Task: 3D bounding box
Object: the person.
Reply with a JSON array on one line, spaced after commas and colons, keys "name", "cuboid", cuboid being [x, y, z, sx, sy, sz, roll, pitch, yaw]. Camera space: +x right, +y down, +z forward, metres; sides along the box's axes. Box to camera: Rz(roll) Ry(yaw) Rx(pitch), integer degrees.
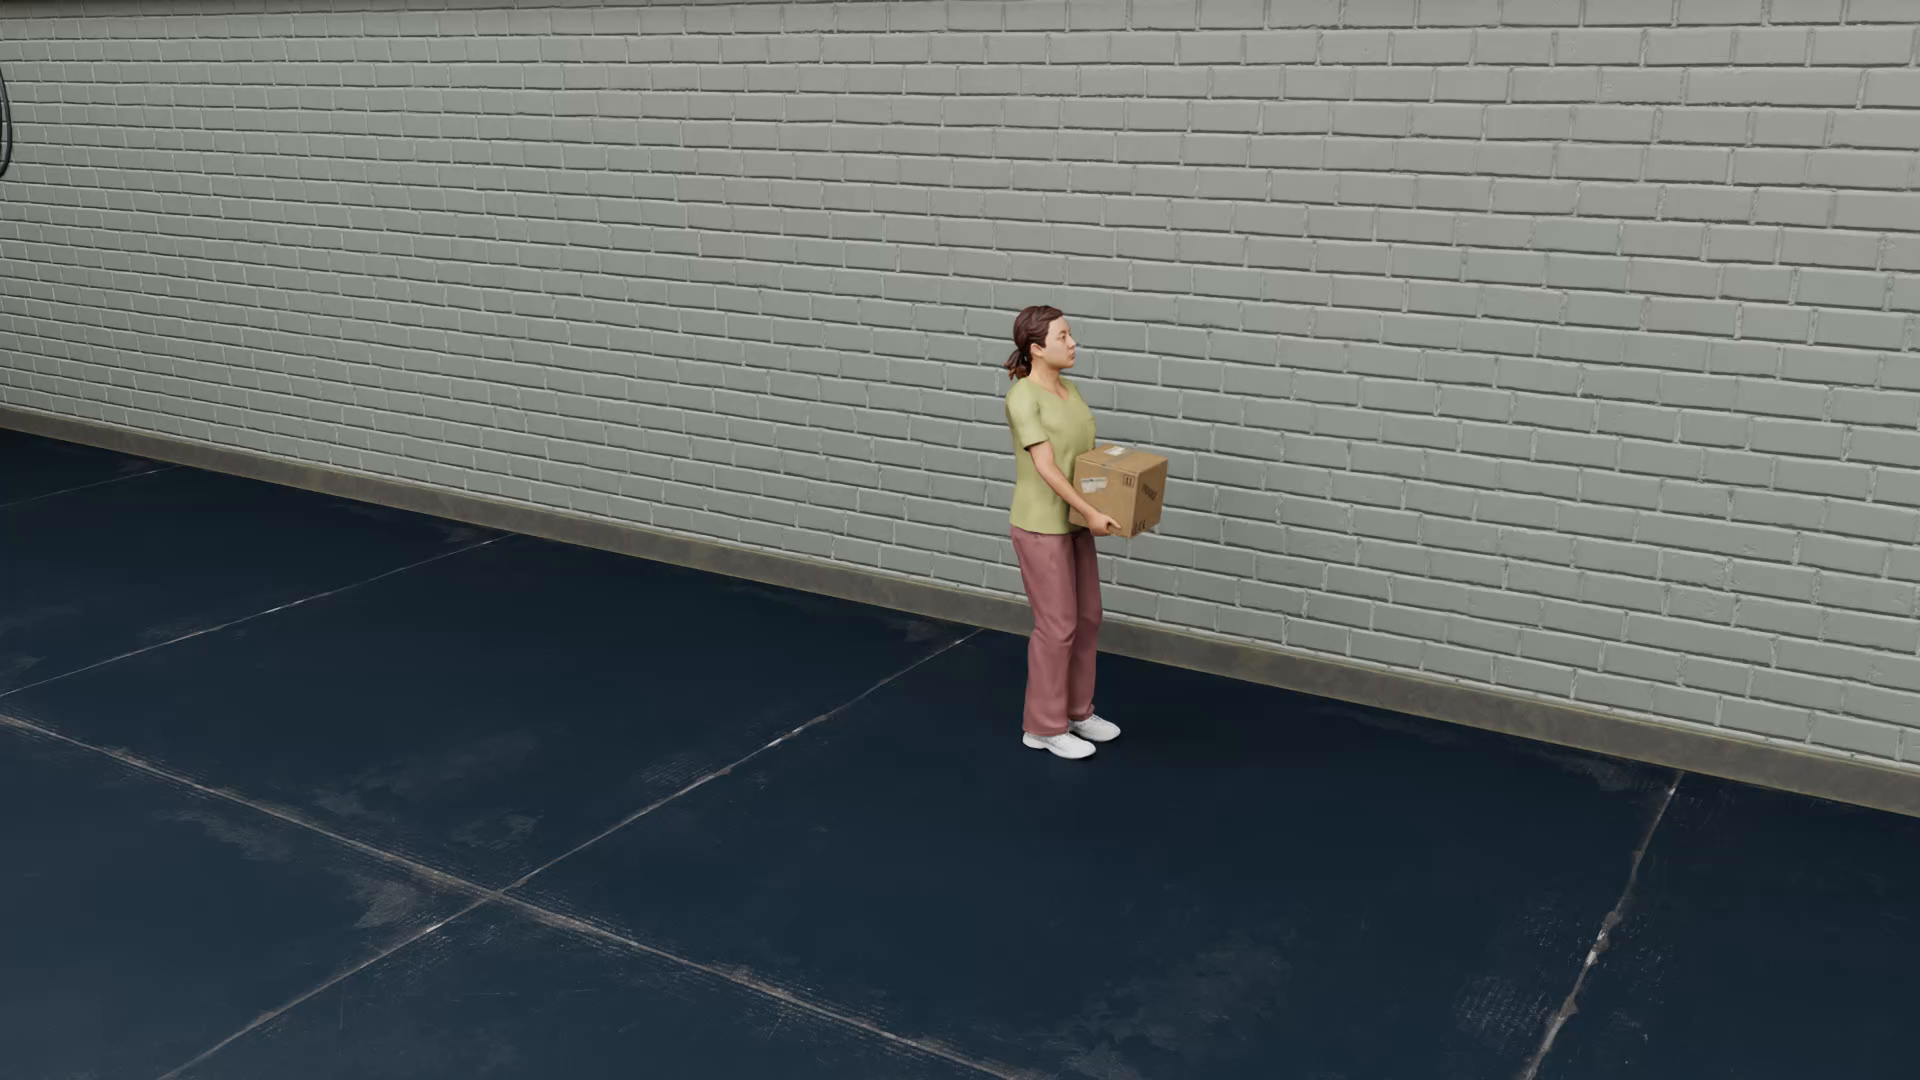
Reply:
[{"name": "person", "cuboid": [0.407, -0.030, 6.160, 0.559, 1.662, 0.427, 10, 19, 30]}]
